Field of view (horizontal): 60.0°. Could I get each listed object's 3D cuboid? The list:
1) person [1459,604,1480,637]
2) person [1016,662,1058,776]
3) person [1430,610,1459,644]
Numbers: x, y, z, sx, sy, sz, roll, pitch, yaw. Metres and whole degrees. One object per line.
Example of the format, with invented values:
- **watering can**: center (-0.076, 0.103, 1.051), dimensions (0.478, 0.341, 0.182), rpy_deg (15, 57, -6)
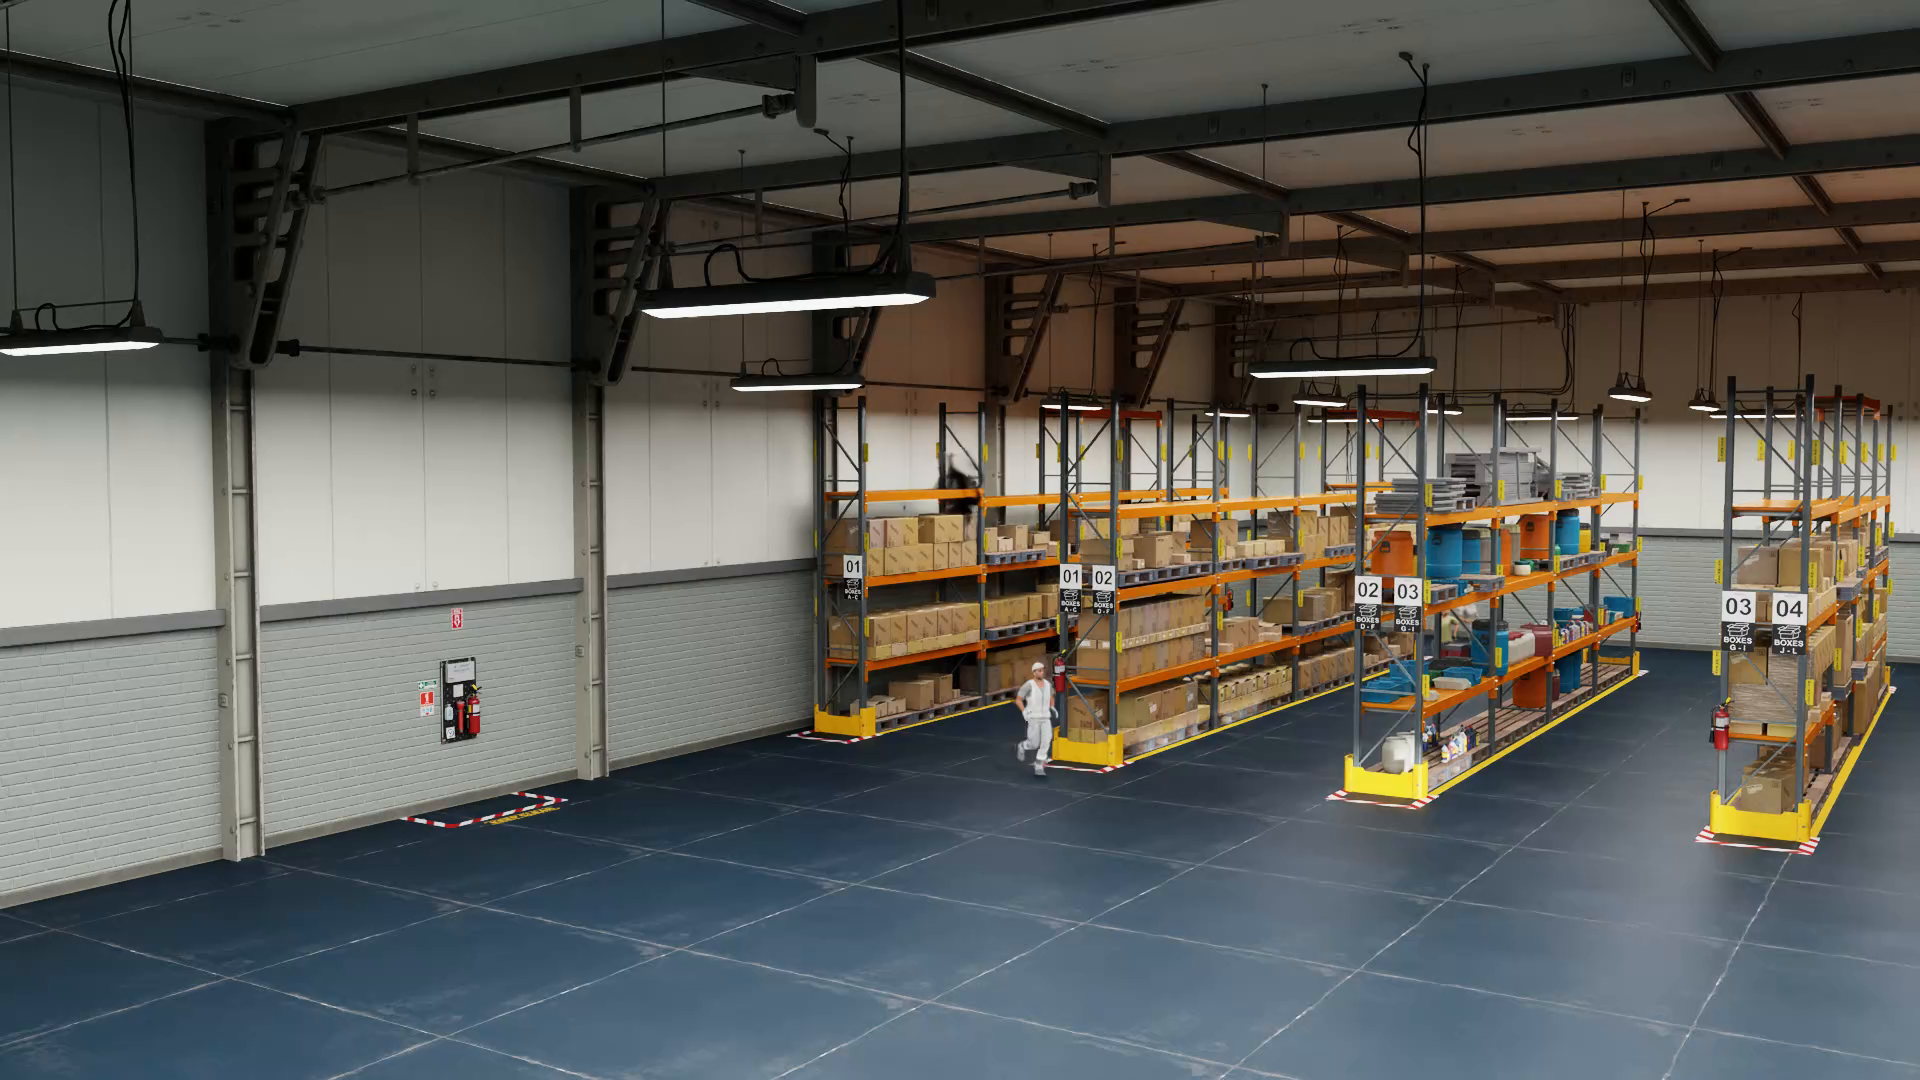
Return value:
- **person**: center (12.207, 2.240, 39.699), dimensions (0.641, 1.444, 0.740), rpy_deg (0, 3, -9)
- **person**: center (1.217, 2.781, 25.943), dimensions (0.676, 1.750, 0.756), rpy_deg (-1, 3, -25)
- **person**: center (10.566, 2.251, 36.324), dimensions (0.547, 1.721, 0.775), rpy_deg (2, 3, 28)
